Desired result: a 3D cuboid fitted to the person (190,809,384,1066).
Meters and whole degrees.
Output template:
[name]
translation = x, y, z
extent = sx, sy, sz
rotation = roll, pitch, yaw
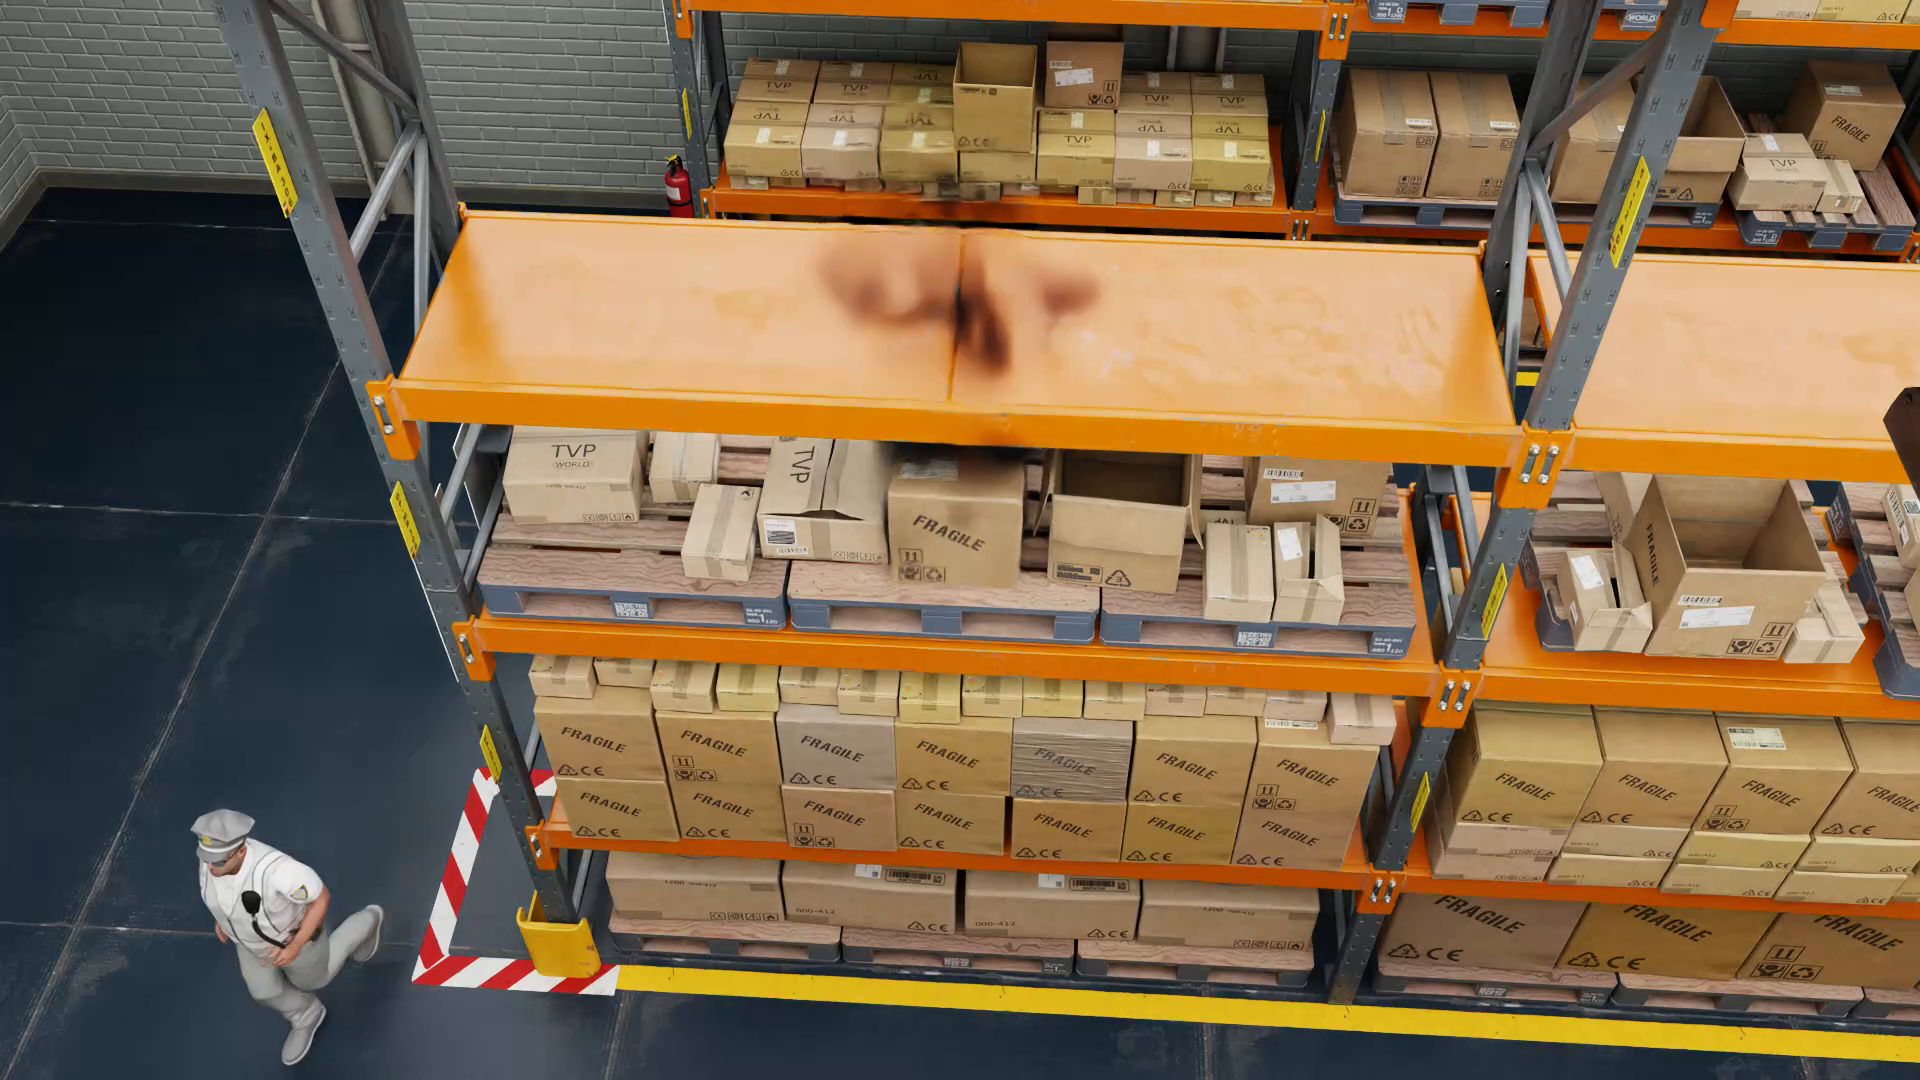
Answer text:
[person]
translation = -3.240, 1.780, 7.966
extent = 0.677, 1.760, 0.803
rotation = 14, 49, 13
